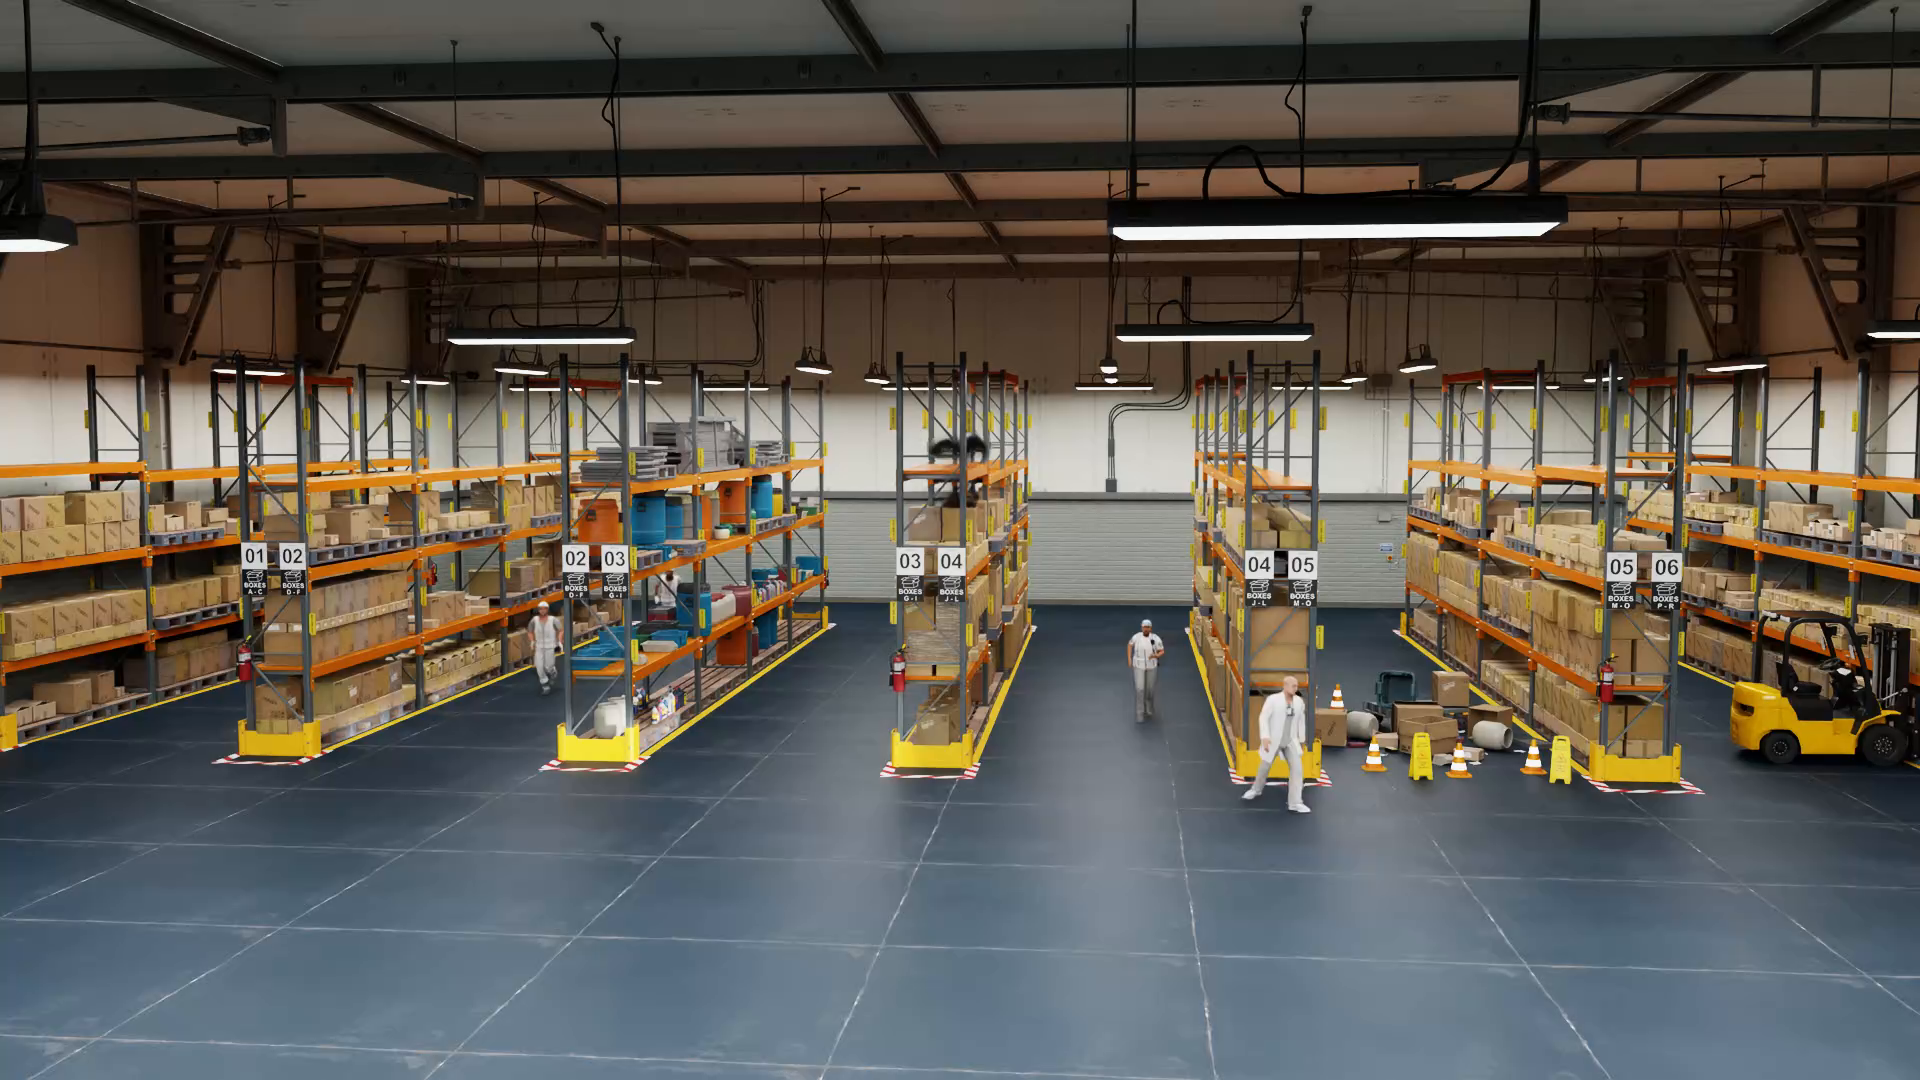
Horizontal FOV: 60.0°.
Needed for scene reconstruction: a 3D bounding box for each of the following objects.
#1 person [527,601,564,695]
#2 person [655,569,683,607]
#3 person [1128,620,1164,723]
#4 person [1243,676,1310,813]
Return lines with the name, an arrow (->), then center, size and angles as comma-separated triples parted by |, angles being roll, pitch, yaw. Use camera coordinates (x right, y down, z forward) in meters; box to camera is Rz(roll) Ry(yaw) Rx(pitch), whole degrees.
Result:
person -> -7.593, 1.977, 30.467 | 0.659, 1.728, 0.642 | 0, 4, -3
person -> -6.724, 1.416, 38.513 | 0.682, 1.709, 0.701 | -1, 4, -8
person -> 3.132, 2.198, 28.002 | 0.612, 1.724, 0.761 | 0, 4, 5
person -> 4.151, 2.602, 21.546 | 0.722, 1.715, 1.050 | -1, 4, -14
